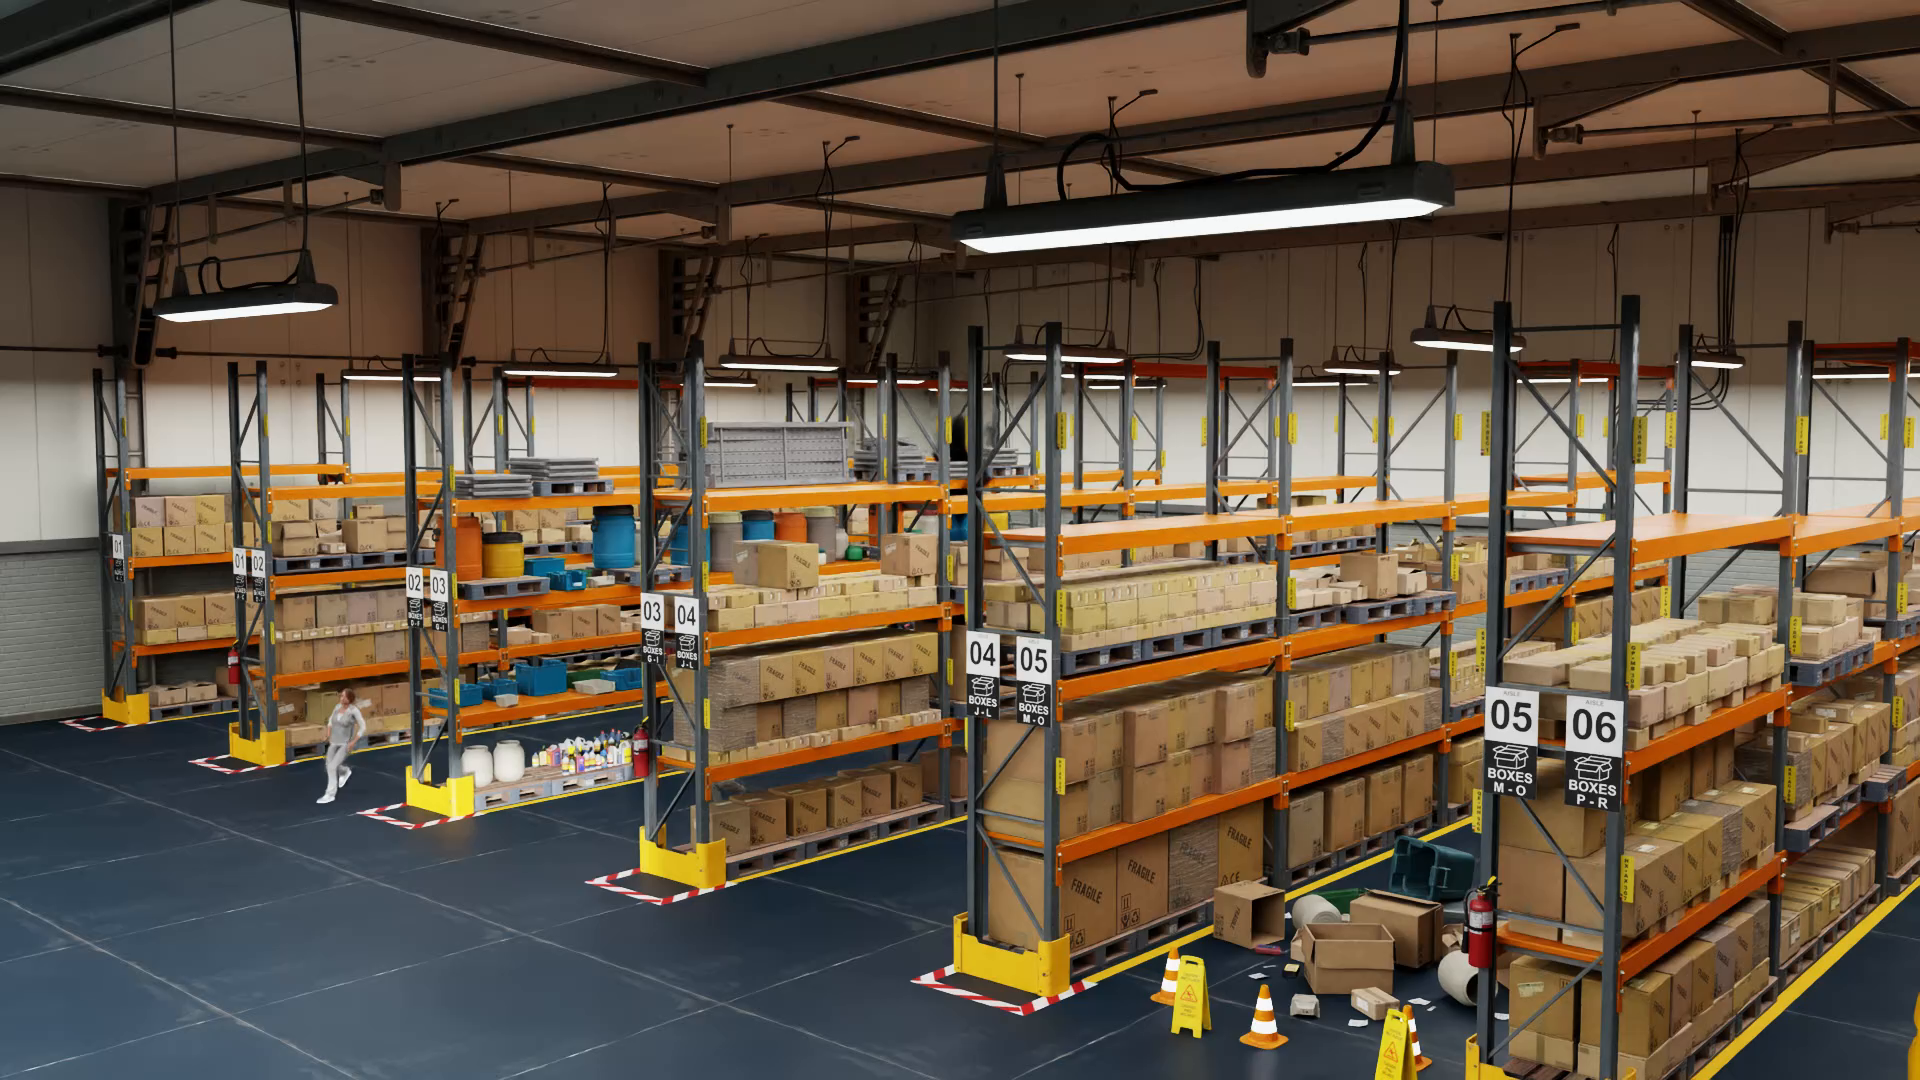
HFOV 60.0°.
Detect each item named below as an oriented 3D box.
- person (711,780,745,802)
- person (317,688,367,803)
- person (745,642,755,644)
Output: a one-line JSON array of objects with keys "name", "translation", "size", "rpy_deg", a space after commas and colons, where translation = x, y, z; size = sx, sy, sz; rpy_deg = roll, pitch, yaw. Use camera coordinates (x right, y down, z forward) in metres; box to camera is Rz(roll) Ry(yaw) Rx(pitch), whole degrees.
[{"name": "person", "translation": [-3.073, 2.752, 21.578], "size": [0.614, 1.647, 0.580], "rpy_deg": [3, 5, 31]}, {"name": "person", "translation": [-8.285, 2.753, 22.399], "size": [0.585, 1.528, 0.622], "rpy_deg": [1, 4, 16]}, {"name": "person", "translation": [-3.695, 2.215, 29.045], "size": [0.558, 1.685, 0.667], "rpy_deg": [3, 5, 31]}]
